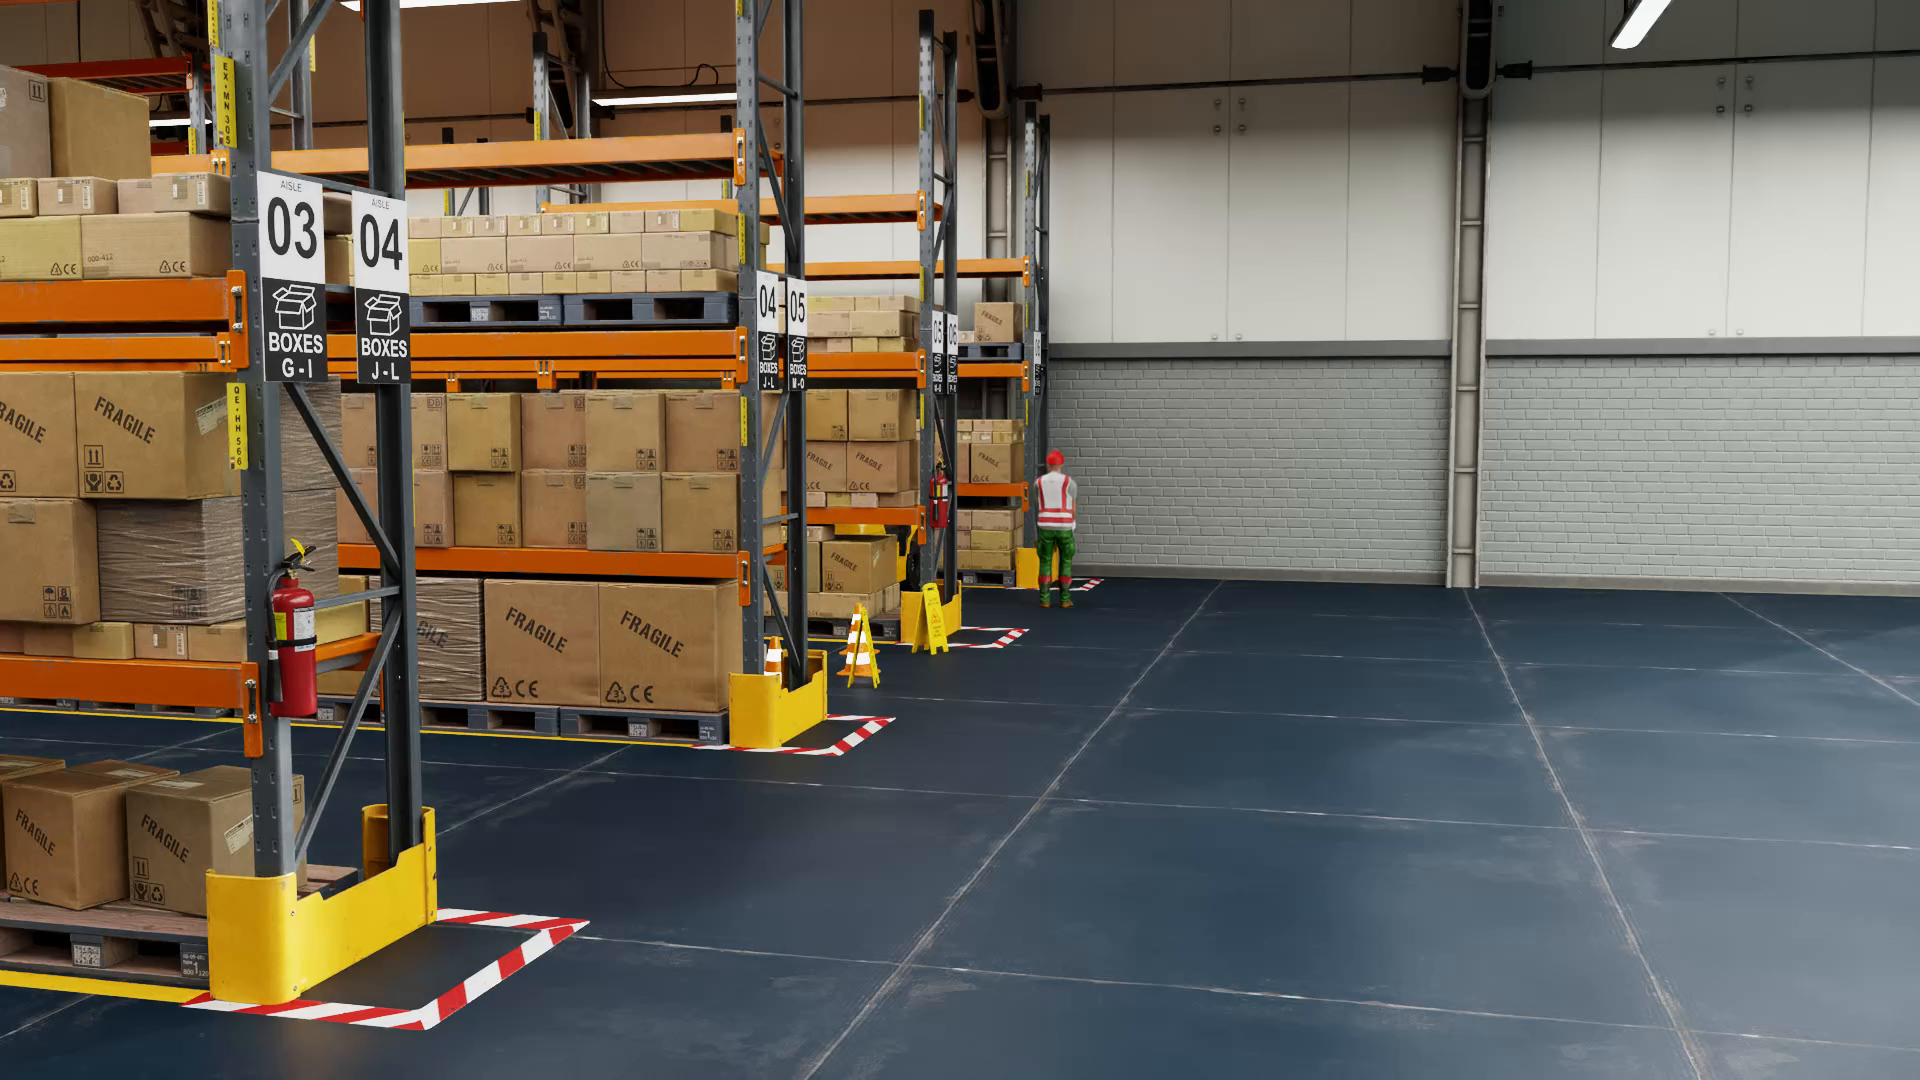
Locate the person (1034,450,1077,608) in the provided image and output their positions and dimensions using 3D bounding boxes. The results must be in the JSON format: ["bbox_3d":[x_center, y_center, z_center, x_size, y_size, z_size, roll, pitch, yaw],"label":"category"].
[{"bbox_3d":[1.096,-0.134,18.943,0.495,1.784,0.559,1,5,13],"label":"person"}]
